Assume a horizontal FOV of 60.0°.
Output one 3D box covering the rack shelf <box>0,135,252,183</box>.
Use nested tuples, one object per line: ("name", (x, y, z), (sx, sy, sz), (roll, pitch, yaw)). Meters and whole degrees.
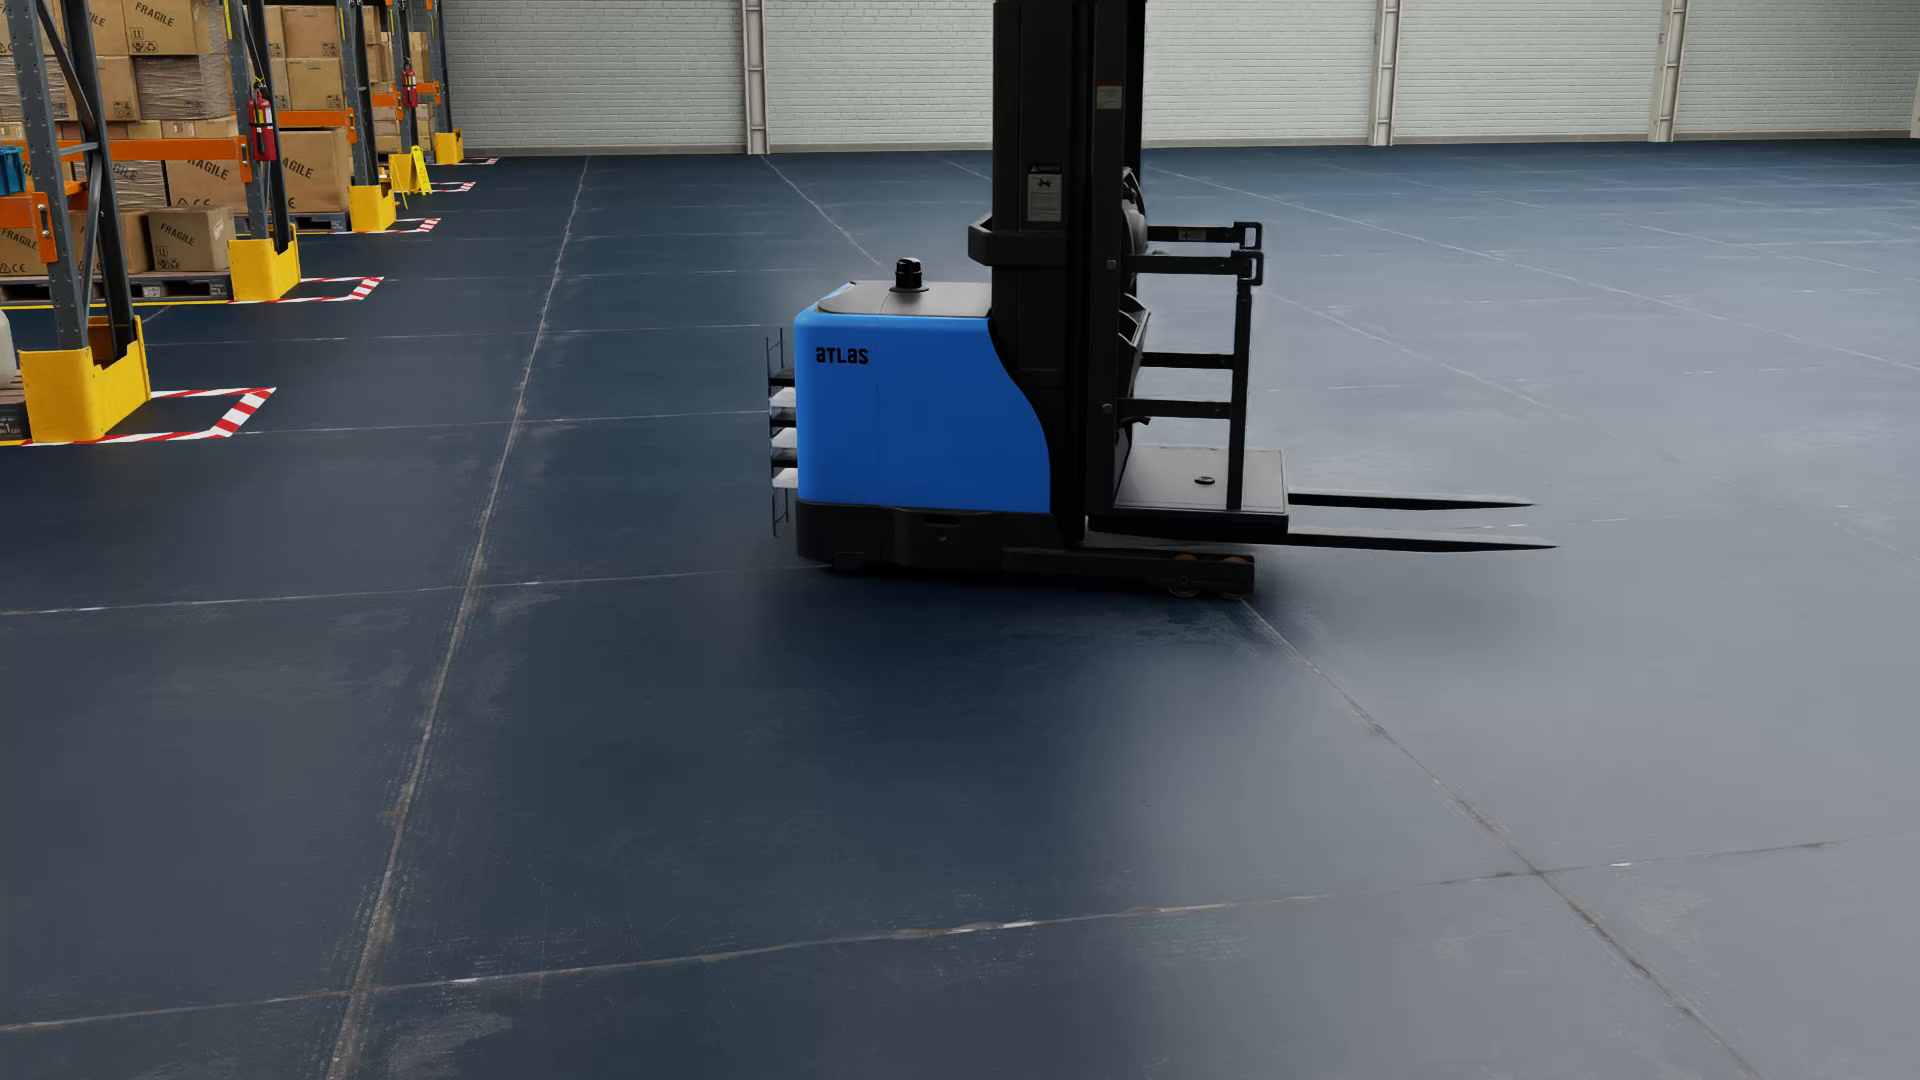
("rack shelf", (-7.824, -3.124, 13.598), (4.000, 0.370, 1.077), (-3, 17, -10))

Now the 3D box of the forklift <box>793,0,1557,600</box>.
("forklift", (0.887, -1.334, 6.663), (3.031, 2.935, 1.130), (3, 17, 9))

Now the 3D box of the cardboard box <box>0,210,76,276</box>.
("cardboard box", (-7.675, -2.482, 13.826), (0.500, 0.500, 0.500), (-2, 17, -5))

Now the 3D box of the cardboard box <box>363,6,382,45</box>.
("cardboard box", (-8.200, -7.012, 22.653), (0.500, 0.500, 0.700), (-4, 17, -12))

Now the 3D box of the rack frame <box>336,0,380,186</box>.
("rack frame", (-6.702, -5.014, 18.528), (0.127, 3.000, 1.000), (-3, 17, -10))

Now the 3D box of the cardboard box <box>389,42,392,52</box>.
("cardboard box", (-9.218, -8.101, 27.304), (0.250, 0.149, 0.380), (-3, 17, -10))

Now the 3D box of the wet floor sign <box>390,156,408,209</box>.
("wet floor sign", (-7.049, -4.461, 20.738), (0.232, 0.644, 0.267), (-6, 18, -20))

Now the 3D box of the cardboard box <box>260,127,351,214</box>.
("cardboard box", (-7.355, -4.143, 18.594), (0.875, 0.875, 0.875), (-3, 17, -10))

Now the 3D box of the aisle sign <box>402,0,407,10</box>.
("aisle sign", (-7.738, -7.771, 23.076), (0.004, 0.787, 0.394), (-3, 17, -10))

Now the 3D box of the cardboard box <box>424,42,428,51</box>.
("cardboard box", (-9.067, -8.280, 27.886), (0.250, 0.149, 0.380), (-4, 17, -12))

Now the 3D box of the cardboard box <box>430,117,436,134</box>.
("cardboard box", (-9.186, -7.025, 28.192), (0.500, 0.250, 0.500), (-3, 17, -9))

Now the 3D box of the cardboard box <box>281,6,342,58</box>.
("cardboard box", (-7.073, -5.593, 18.317), (0.550, 0.550, 0.875), (-3, 17, -10))

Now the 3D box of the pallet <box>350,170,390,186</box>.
("pallet", (-8.619, -5.063, 23.437), (1.213, 0.211, 1.003), (-3, 17, -10))

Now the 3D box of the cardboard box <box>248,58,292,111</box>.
("cardboard box", (-7.593, -5.015, 18.276), (0.550, 0.550, 0.875), (-3, 17, -10))

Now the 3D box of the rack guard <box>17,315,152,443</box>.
("rack guard", (-4.986, -0.938, 9.515), (0.348, 0.500, 1.175), (-3, 17, -10))

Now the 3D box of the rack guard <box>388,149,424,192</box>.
("rack guard", (-7.814, -5.236, 23.509), (0.348, 0.500, 1.175), (-3, 17, -10))

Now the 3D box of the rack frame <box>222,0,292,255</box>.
("rack frame", (-5.860, -3.579, 13.855), (0.127, 3.000, 1.000), (-3, 17, -10))

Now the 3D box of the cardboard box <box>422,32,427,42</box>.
("cardboard box", (-9.055, -8.409, 27.800), (0.250, 0.149, 0.380), (-4, 17, -12))

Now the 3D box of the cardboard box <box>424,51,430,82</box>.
("cardboard box", (-9.224, -7.967, 27.970), (0.500, 0.500, 0.500), (-3, 17, -9))

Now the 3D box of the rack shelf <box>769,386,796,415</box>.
("rack shelf", (-0.700, -0.605, 7.251), (0.200, 0.077, 0.258), (3, 17, 9))

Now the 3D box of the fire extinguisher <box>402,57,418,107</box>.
("fire extinguisher", (-7.540, -6.272, 22.756), (0.183, 0.674, 0.296), (-3, 17, -10))

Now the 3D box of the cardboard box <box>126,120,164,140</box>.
("cardboard box", (-6.582, -3.341, 13.508), (0.250, 0.149, 0.380), (-3, 17, -10))

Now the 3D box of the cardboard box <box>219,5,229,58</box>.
("cardboard box", (-8.171, -5.543, 18.156), (0.550, 0.550, 0.875), (-3, 17, -10))

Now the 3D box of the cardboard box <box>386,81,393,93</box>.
("cardboard box", (-8.113, -6.356, 23.326), (0.250, 0.149, 0.380), (-3, 17, -10))

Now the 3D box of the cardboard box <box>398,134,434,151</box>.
("cardboard box", (-9.087, -6.635, 27.774), (0.500, 0.250, 0.500), (-3, 17, -10))

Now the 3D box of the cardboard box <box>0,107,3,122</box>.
("cardboard box", (-7.865, -3.644, 13.389), (0.500, 0.500, 0.875), (-3, 17, -10))

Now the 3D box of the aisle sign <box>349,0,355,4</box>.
("aisle sign", (-6.575, -6.174, 17.878), (0.004, 0.787, 0.394), (-3, 17, -10))

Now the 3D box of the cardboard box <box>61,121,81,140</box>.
("cardboard box", (-7.083, -3.329, 13.470), (0.250, 0.149, 0.380), (-3, 17, -10))

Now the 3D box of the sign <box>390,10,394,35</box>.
("sign", (-7.654, -6.979, 22.415), (0.005, 0.325, 0.100), (-3, 17, -10))

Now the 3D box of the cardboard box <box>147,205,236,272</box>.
("cardboard box", (-6.476, -2.555, 14.063), (0.500, 0.500, 0.500), (0, 17, 0))

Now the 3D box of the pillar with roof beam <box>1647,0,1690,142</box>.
("pillar with roof beam", (14.841, -11.051, 27.965), (0.400, 9.000, 9.100), (-3, 17, -10))

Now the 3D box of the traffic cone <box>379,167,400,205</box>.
("traffic cone", (-7.373, -4.526, 21.260), (0.334, 0.463, 0.336), (-3, 17, -10))

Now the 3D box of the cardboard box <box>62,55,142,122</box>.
("cardboard box", (-6.873, -3.684, 13.519), (0.500, 0.500, 0.875), (-3, 17, -10))

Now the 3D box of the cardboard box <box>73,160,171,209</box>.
("cardboard box", (-9.114, -4.043, 18.269), (0.875, 0.875, 0.875), (-3, 17, -10))

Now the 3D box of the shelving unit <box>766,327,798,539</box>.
("shelving unit", (-0.700, -0.465, 7.294), (0.210, 0.900, 0.258), (3, 17, 9))

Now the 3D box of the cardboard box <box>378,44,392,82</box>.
("cardboard box", (-8.258, -6.679, 23.272), (0.500, 0.500, 0.500), (-4, 17, -11))

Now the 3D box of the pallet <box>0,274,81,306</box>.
("pallet", (-7.934, -2.140, 13.918), (1.213, 0.211, 1.003), (-3, 17, -10))

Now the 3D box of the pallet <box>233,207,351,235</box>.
("pallet", (-7.472, -3.614, 18.719), (1.213, 0.211, 1.003), (-3, 17, -10))

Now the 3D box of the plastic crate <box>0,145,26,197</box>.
("plastic crate", (-5.355, -1.966, 8.856), (0.616, 0.251, 0.499), (-3, 17, -10))

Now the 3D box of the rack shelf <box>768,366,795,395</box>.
("rack shelf", (-0.700, -0.691, 7.224), (0.200, 0.077, 0.258), (3, 17, 9))

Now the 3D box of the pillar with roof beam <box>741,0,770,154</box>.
("pillar with roof beam", (-2.832, -10.048, 24.700), (0.400, 9.000, 9.100), (-3, 17, -10))

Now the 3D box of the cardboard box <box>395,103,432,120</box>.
("cardboard box", (-9.078, -7.115, 27.633), (0.500, 0.250, 0.500), (-3, 17, -9))

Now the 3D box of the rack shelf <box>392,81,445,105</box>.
("rack shelf", (-10.649, -7.411, 27.557), (4.000, 0.370, 1.077), (-3, 17, -10))

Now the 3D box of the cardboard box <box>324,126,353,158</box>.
("cardboard box", (-8.477, -5.561, 22.998), (0.500, 0.500, 0.500), (-3, 17, -10))

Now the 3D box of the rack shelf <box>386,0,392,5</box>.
("rack shelf", (-9.703, -7.414, 22.458), (4.000, 0.370, 1.077), (-3, 17, -10))

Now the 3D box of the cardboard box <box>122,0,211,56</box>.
("cardboard box", (-6.353, -4.145, 13.318), (0.500, 0.500, 0.500), (-3, 17, -10))

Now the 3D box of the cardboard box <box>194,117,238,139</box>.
("cardboard box", (-6.101, -3.383, 13.646), (0.250, 0.149, 0.380), (-3, 17, -10))

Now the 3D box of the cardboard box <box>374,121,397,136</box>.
("cardboard box", (-9.598, -6.850, 27.620), (0.500, 0.250, 0.500), (-3, 17, -11))

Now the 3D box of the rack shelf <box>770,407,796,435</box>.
("rack shelf", (-0.700, -0.519, 7.277), (0.200, 0.077, 0.258), (3, 17, 9))

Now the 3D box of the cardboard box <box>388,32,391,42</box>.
("cardboard box", (-9.233, -8.263, 27.324), (0.250, 0.149, 0.380), (-3, 17, -10))

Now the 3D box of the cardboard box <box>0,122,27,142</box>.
("cardboard box", (-7.553, -3.269, 13.276), (0.250, 0.149, 0.380), (-3, 17, -10))

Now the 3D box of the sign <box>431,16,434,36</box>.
("sign", (-8.596, -8.376, 27.097), (0.005, 0.325, 0.100), (-3, 17, -10))

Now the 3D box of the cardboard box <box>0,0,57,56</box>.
("cardboard box", (-7.334, -4.088, 13.134), (0.500, 0.500, 0.500), (-3, 17, -10))

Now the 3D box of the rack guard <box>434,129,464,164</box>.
("rack guard", (-8.662, -6.673, 28.185), (0.348, 0.500, 1.175), (-3, 17, -10))

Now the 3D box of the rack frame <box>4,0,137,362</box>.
("rack frame", (-4.920, -2.151, 9.206), (0.127, 3.000, 1.000), (-3, 17, -10))
